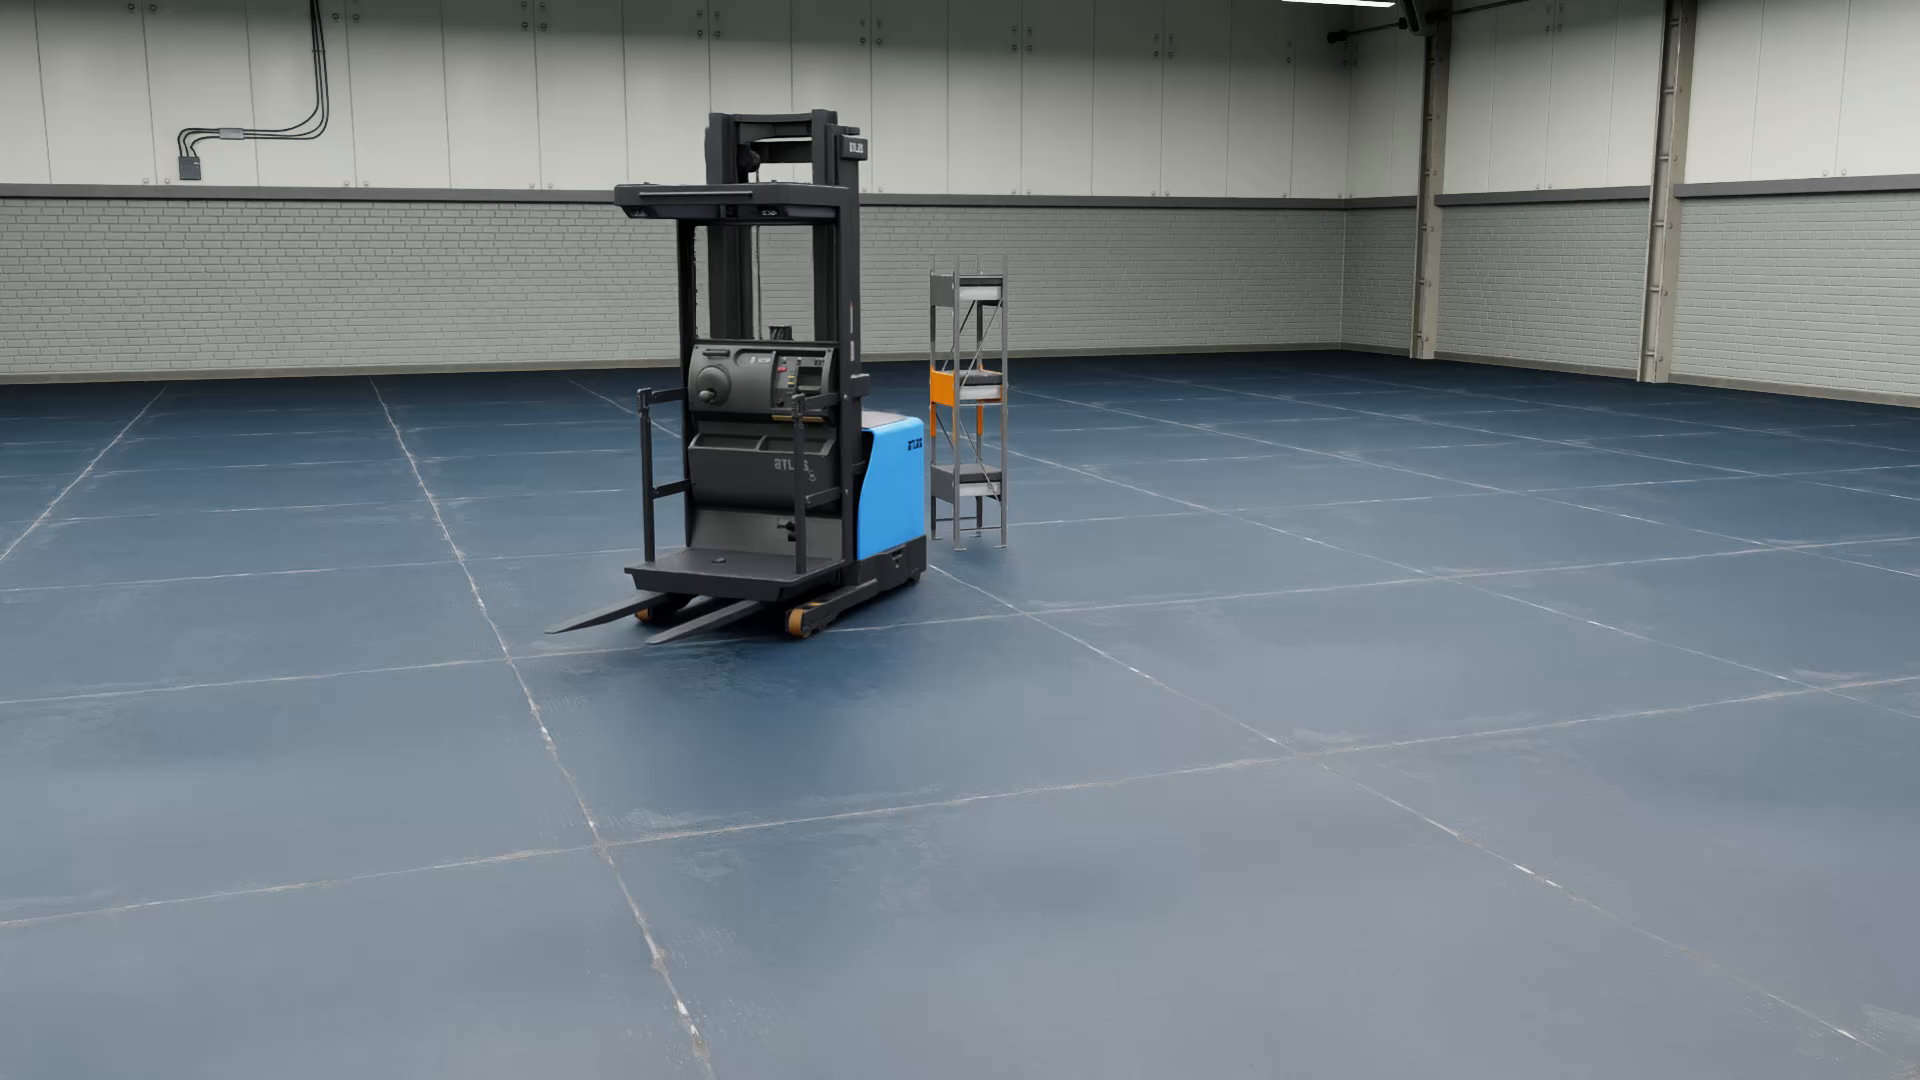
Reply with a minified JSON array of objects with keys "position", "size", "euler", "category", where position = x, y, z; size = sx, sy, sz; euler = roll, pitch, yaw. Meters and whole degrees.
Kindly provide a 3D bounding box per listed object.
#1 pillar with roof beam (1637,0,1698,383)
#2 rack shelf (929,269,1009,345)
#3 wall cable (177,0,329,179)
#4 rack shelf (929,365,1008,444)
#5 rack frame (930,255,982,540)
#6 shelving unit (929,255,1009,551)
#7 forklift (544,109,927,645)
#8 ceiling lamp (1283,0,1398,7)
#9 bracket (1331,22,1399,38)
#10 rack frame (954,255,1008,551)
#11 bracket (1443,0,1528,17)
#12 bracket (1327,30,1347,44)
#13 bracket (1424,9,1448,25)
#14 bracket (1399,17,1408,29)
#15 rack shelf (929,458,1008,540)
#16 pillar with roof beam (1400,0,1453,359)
[{"position":[7.120,-6.700,24.390],"size":[9.100,9.000,0.400],"euler":[-4,11,-21],"category":"pillar with roof beam"},{"position":[0.060,-1.683,11.964],"size":[0.431,0.518,0.480],"euler":[-4,11,-21],"category":"rack shelf"},{"position":[-11.382,-8.792,26.443],"size":[2.305,6.003,0.169],"euler":[-4,11,-21],"category":"wall cable"},{"position":[0.060,-0.993,12.087],"size":[0.431,0.518,0.480],"euler":[-4,11,-21],"category":"rack shelf"},{"position":[-0.028,-1.047,12.308],"size":[0.400,2.100,0.015],"euler":[-4,11,-21],"category":"rack frame"},{"position":[0.060,-1.007,12.084],"size":[0.431,2.100,0.503],"euler":[-4,11,-21],"category":"shelving unit"},{"position":[-1.248,-0.977,9.544],"size":[1.130,2.935,3.031],"euler":[4,11,22],"category":"forklift"},{"position":[5.735,-9.881,25.605],"size":[2.000,3.185,0.800],"euler":[-4,11,-21],"category":"ceiling lamp"},{"position":[7.832,-10.060,33.003],"size":[0.076,0.066,3.189],"euler":[-4,11,-21],"category":"bracket"},{"position":[0.148,-0.967,11.860],"size":[0.400,2.100,0.015],"euler":[-4,11,-21],"category":"rack frame"},{"position":[9.711,-9.214,28.245],"size":[0.076,0.066,4.783],"euler":[-4,11,-21],"category":"bracket"},{"position":[7.618,-10.157,33.545],"size":[0.235,0.232,0.430],"euler":[-4,11,-21],"category":"bracket"},{"position":[8.778,-9.634,30.609],"size":[0.235,0.232,0.430],"euler":[-4,11,-21],"category":"bracket"},{"position":[8.477,-9.770,31.371],"size":[0.235,0.232,0.430],"euler":[-4,11,-21],"category":"bracket"},{"position":[0.060,-0.304,12.209],"size":[0.431,0.518,0.480],"euler":[-4,11,-21],"category":"rack shelf"},{"position":[4.946,-7.679,29.896],"size":[9.100,9.000,0.548],"euler":[-4,11,-21],"category":"pillar with roof beam"}]
